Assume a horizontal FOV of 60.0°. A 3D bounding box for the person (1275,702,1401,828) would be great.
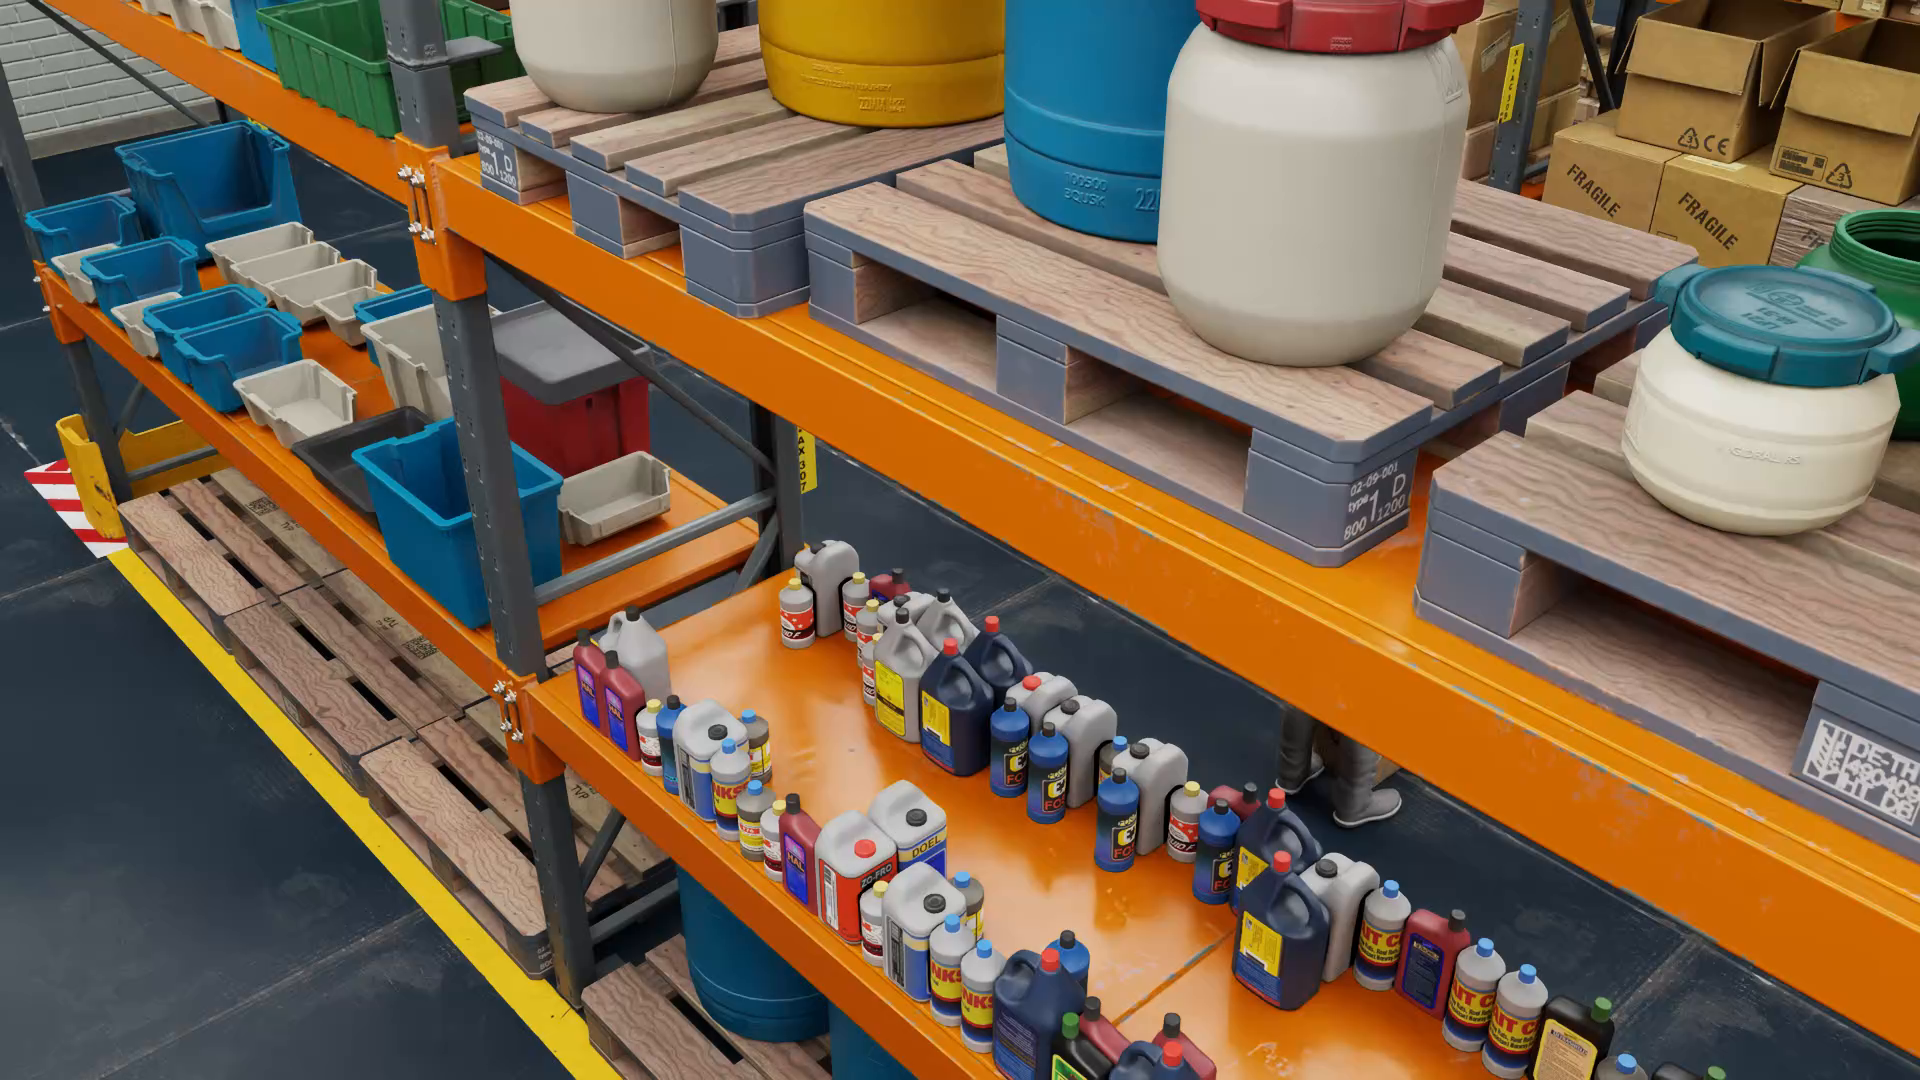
[{"bbox_3d":[1.354,0.239,5.753,0.398,1.658,0.510,-26,41,-35],"label":"person"}]
